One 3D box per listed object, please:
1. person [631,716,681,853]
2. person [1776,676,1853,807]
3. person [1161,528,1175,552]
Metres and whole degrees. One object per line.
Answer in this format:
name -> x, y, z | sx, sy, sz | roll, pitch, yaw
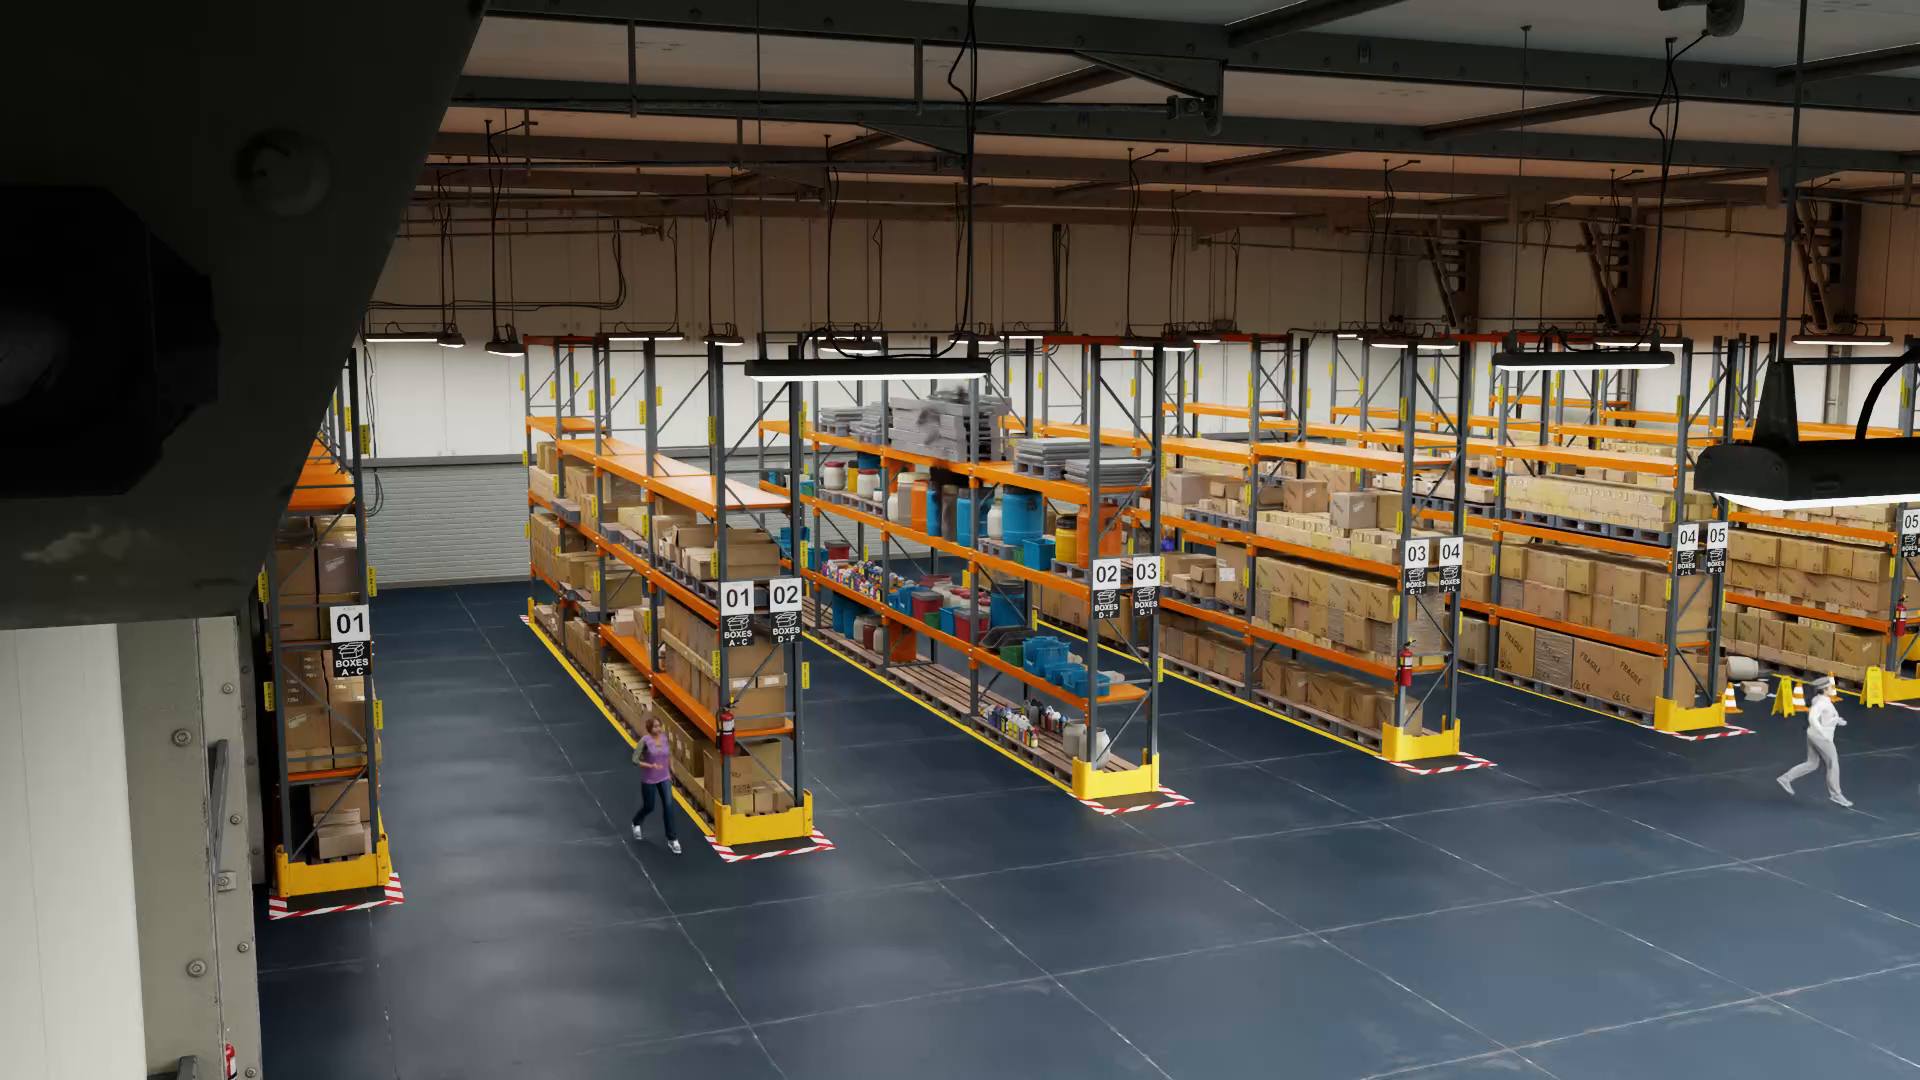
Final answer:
person -> -3.649, 2.881, 19.885 | 0.580, 1.598, 0.875 | -6, 9, -37
person -> 11.207, 2.612, 21.713 | 0.926, 1.708, 0.616 | 1, 8, 10
person -> 4.651, 0.562, 37.290 | 0.599, 1.669, 0.810 | -3, 8, -18
